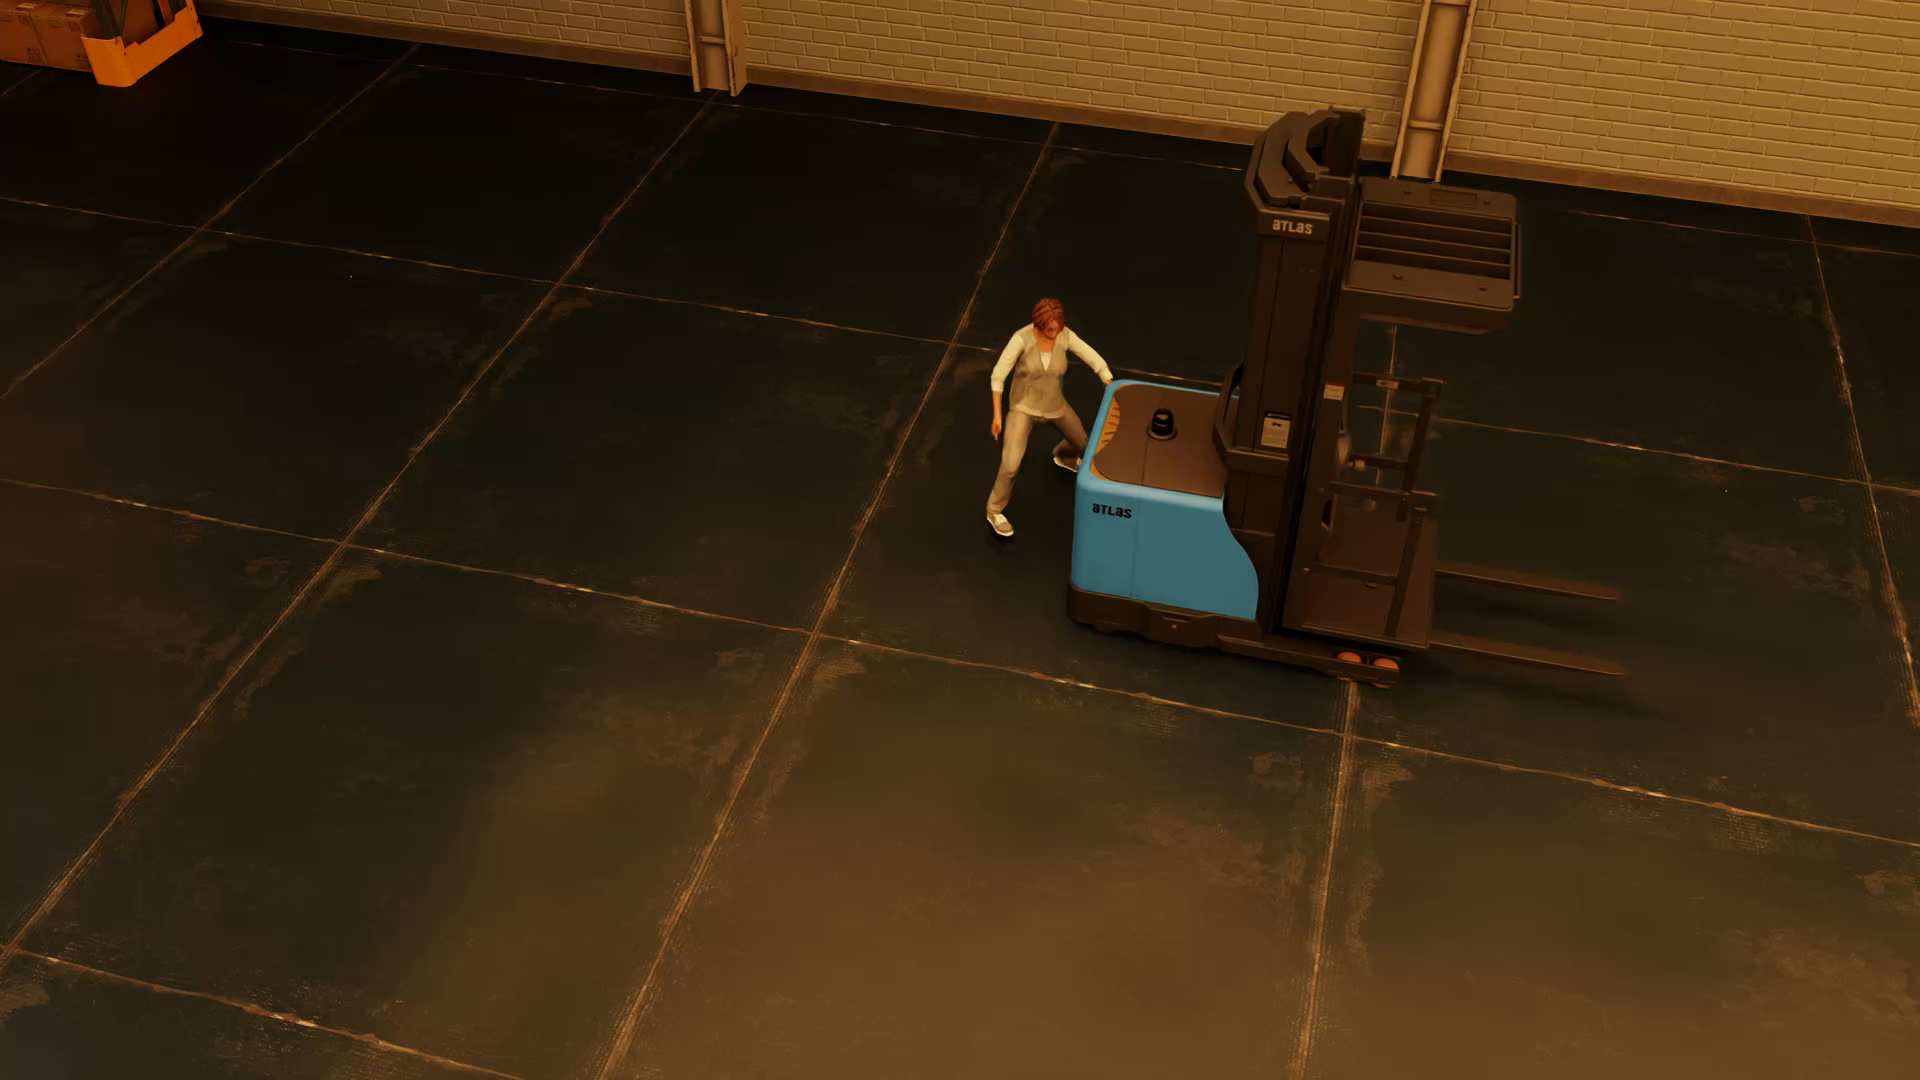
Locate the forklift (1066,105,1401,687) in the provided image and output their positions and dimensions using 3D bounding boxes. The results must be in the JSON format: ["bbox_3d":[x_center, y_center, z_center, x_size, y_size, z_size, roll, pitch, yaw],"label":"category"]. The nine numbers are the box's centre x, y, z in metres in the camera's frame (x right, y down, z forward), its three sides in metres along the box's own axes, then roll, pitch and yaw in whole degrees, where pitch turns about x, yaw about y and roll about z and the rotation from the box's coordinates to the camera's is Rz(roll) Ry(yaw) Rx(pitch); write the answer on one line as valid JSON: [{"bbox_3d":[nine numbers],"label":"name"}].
[{"bbox_3d":[2.182,-0.678,8.635,3.031,2.935,1.130,10,42,11],"label":"forklift"}]

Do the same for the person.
[{"bbox_3d":[0.513,-0.692,9.970,0.792,1.238,0.730,-9,42,-10],"label":"person"}]
